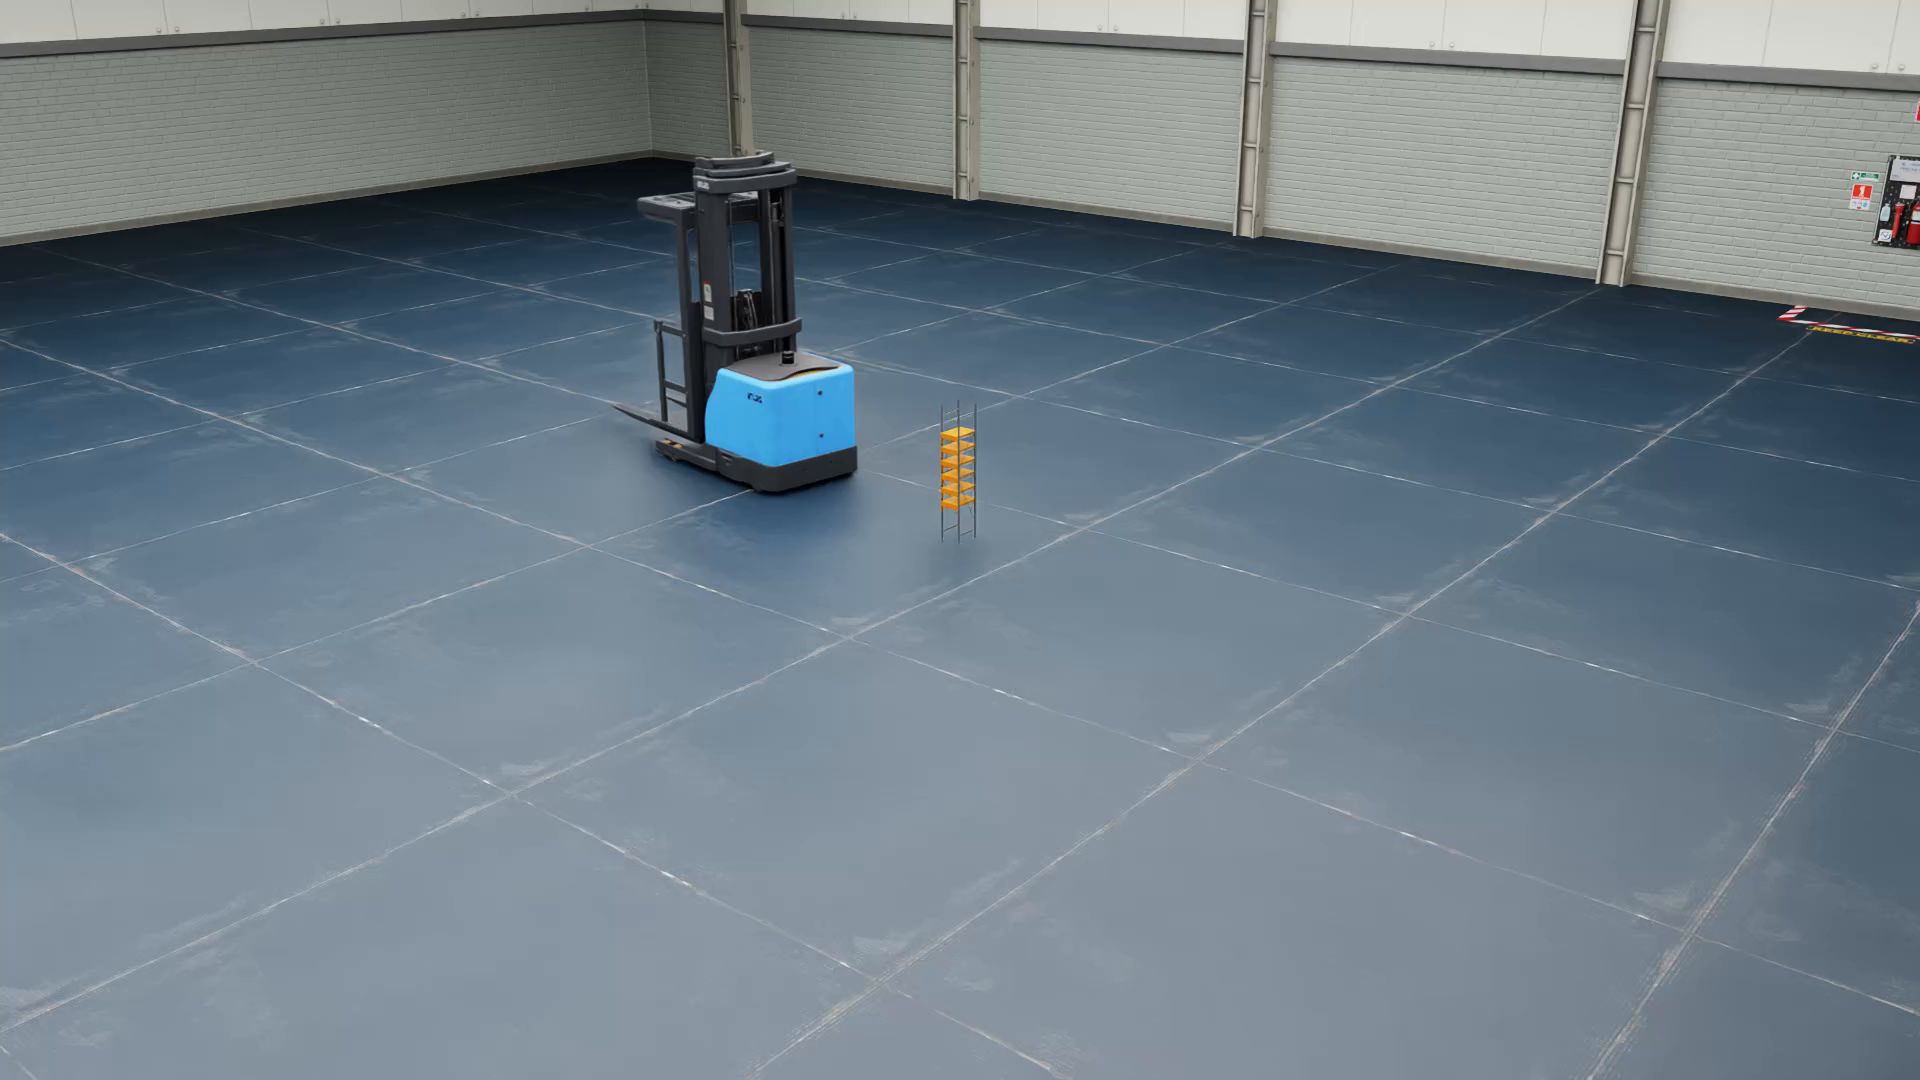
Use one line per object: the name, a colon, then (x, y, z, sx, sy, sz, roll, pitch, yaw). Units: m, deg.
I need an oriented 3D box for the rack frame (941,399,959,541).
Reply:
rack frame: (-0.082, -0.585, 14.021, 0.006, 1.200, 0.240, 16, 26, 36)

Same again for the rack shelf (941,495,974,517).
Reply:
rack shelf: (-0.011, -0.298, 14.068, 0.180, 0.103, 0.258, 16, 26, 36)

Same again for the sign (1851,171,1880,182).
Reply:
sign: (11.808, -4.740, 21.688, 0.331, 0.109, 0.001, 16, 26, 36)

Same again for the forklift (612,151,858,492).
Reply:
forklift: (-2.337, -2.245, 15.971, 1.130, 2.935, 3.031, -18, 27, -39)

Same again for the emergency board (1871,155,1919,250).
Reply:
emergency board: (12.173, -4.328, 21.395, 0.643, 1.169, 0.194, 16, 26, 36)

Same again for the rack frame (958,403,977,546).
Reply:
rack frame: (0.060, -0.544, 13.913, 0.006, 1.200, 0.240, 16, 26, 36)

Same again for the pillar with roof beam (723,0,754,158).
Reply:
pillar with roof beam: (-7.252, -10.751, 29.925, 0.400, 9.000, 9.100, 16, 26, 36)

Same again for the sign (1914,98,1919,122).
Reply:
sign: (12.230, -5.441, 21.063, 0.199, 0.298, 0.001, 16, 26, 36)

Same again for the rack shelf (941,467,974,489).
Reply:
rack shelf: (-0.011, -0.523, 13.983, 0.180, 0.103, 0.258, 16, 26, 36)

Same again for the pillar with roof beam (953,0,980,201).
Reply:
pillar with roof beam: (-2.604, -9.412, 26.376, 0.400, 9.000, 9.100, 16, 26, 36)

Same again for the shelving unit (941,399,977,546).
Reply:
shelving unit: (-0.011, -0.565, 13.967, 0.189, 1.200, 0.258, 16, 26, 36)

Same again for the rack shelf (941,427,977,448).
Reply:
rack shelf: (-0.011, -0.860, 13.856, 0.180, 0.103, 0.258, 16, 26, 36)

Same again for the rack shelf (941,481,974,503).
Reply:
rack shelf: (-0.011, -0.411, 14.025, 0.180, 0.103, 0.258, 16, 26, 36)

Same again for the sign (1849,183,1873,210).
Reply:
sign: (11.810, -4.496, 21.791, 0.234, 0.329, 0.001, 16, 26, 36)

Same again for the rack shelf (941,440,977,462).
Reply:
rack shelf: (-0.011, -0.748, 13.898, 0.180, 0.103, 0.258, 16, 26, 36)

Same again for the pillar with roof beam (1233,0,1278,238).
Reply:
pillar with roof beam: (2.044, -8.073, 22.826, 0.400, 9.000, 9.100, 16, 26, 36)

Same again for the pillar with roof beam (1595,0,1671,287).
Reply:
pillar with roof beam: (6.693, -6.735, 19.276, 0.400, 9.000, 9.100, 16, 26, 36)

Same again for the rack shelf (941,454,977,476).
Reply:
rack shelf: (-0.011, -0.635, 13.941, 0.180, 0.103, 0.258, 16, 26, 36)

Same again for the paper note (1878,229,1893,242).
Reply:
paper note: (12.079, -3.974, 21.706, 0.142, 0.148, 0.016, 16, 26, 36)
